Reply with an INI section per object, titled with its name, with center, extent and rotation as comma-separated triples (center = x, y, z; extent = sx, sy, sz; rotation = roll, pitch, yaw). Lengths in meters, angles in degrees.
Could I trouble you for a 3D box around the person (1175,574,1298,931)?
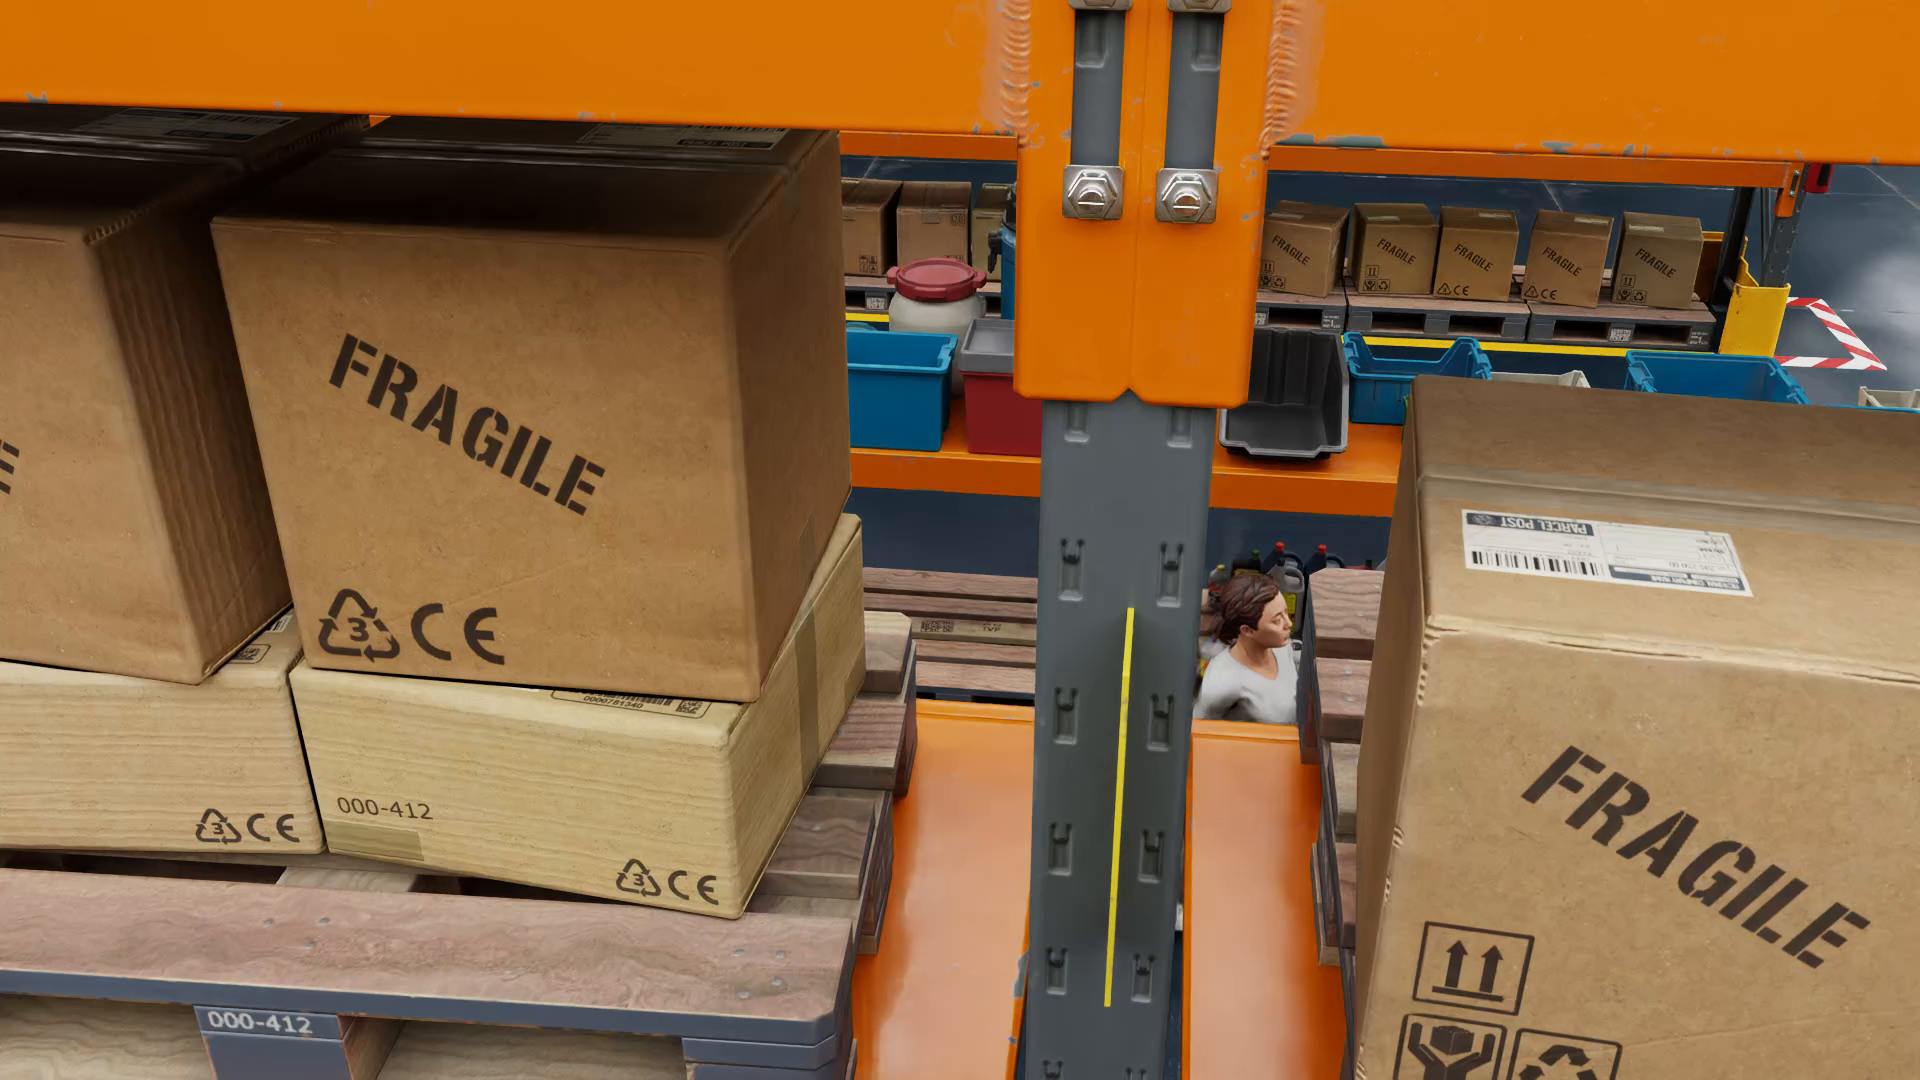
[person]
center = 1.001, 0.836, 5.588
extent = 1.028, 1.619, 0.473
rotation = 20, 34, 32
